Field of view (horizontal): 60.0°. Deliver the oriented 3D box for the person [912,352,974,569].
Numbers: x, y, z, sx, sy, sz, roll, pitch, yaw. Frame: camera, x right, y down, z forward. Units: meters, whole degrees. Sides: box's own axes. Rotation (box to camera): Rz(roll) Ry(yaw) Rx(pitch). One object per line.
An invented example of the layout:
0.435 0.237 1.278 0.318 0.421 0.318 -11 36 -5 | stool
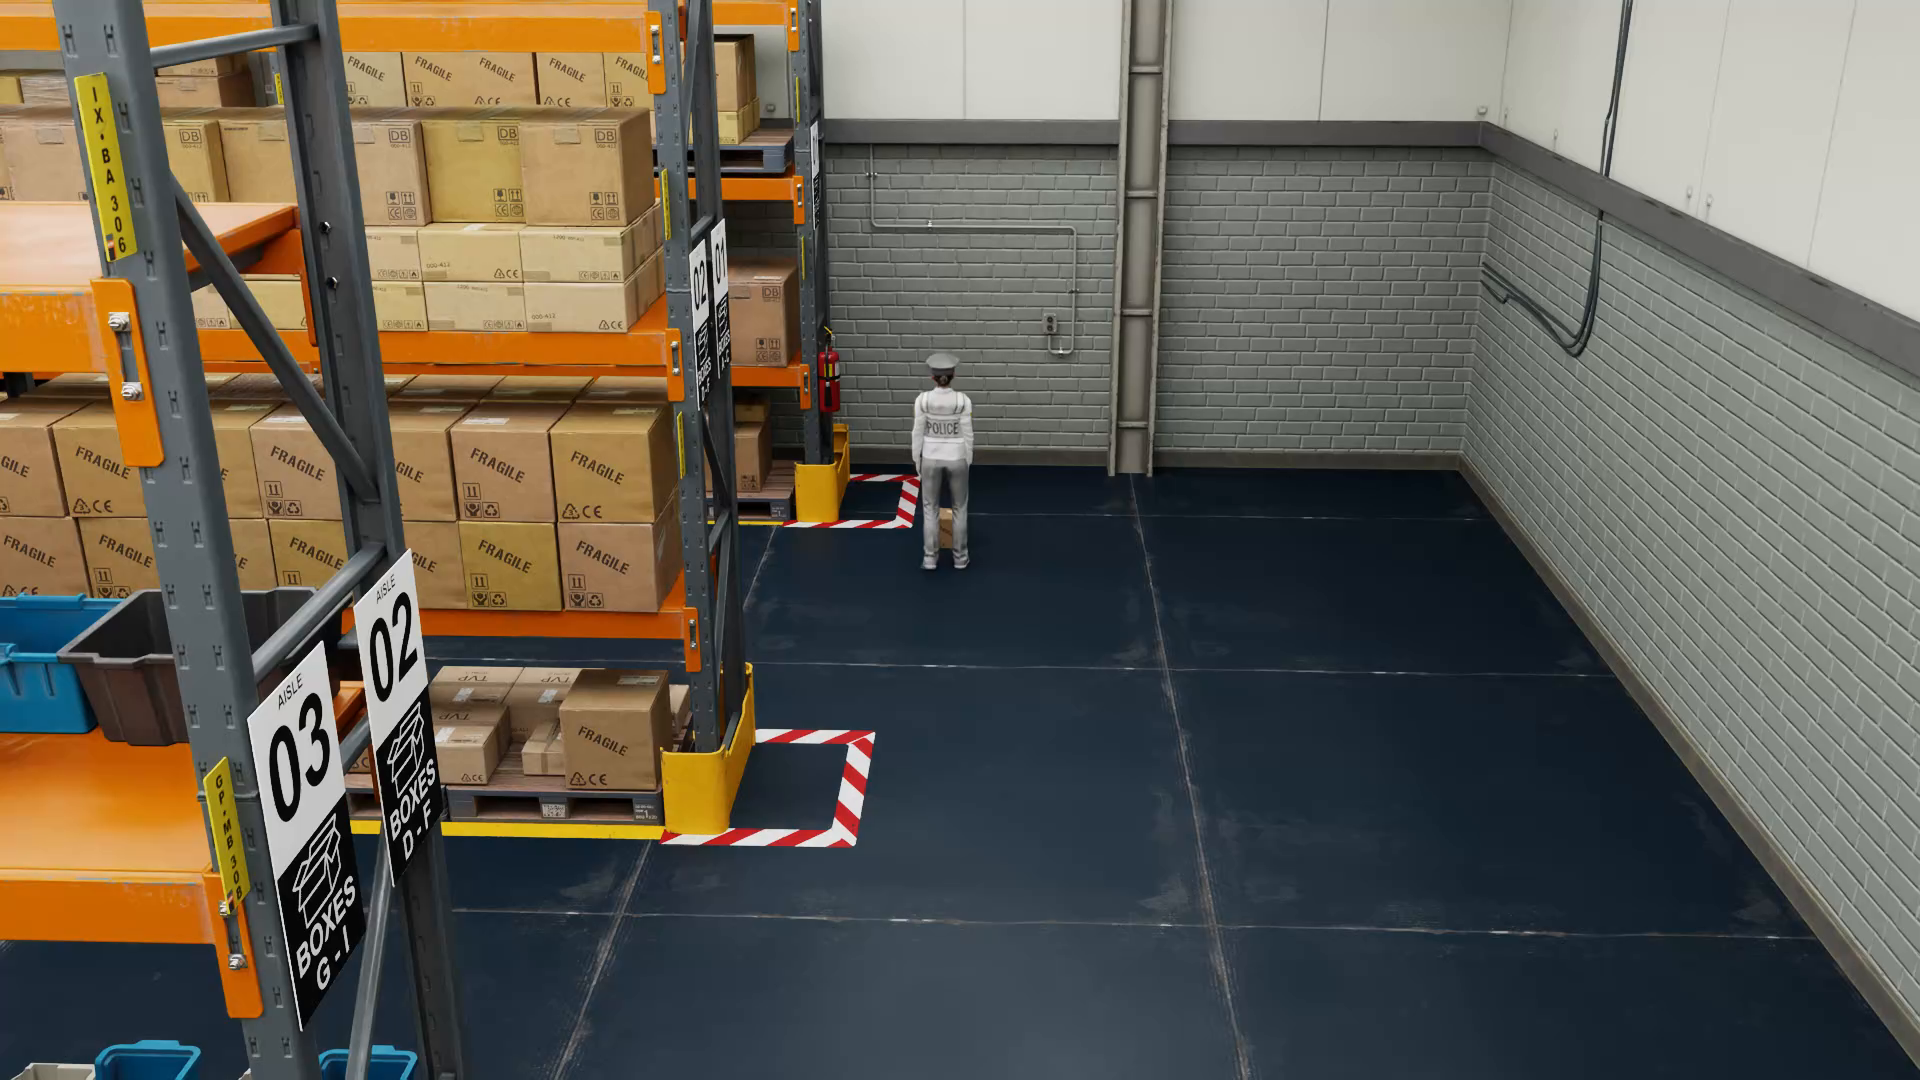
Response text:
-0.128 -0.585 12.630 0.468 1.684 0.328 1 21 3 | person
